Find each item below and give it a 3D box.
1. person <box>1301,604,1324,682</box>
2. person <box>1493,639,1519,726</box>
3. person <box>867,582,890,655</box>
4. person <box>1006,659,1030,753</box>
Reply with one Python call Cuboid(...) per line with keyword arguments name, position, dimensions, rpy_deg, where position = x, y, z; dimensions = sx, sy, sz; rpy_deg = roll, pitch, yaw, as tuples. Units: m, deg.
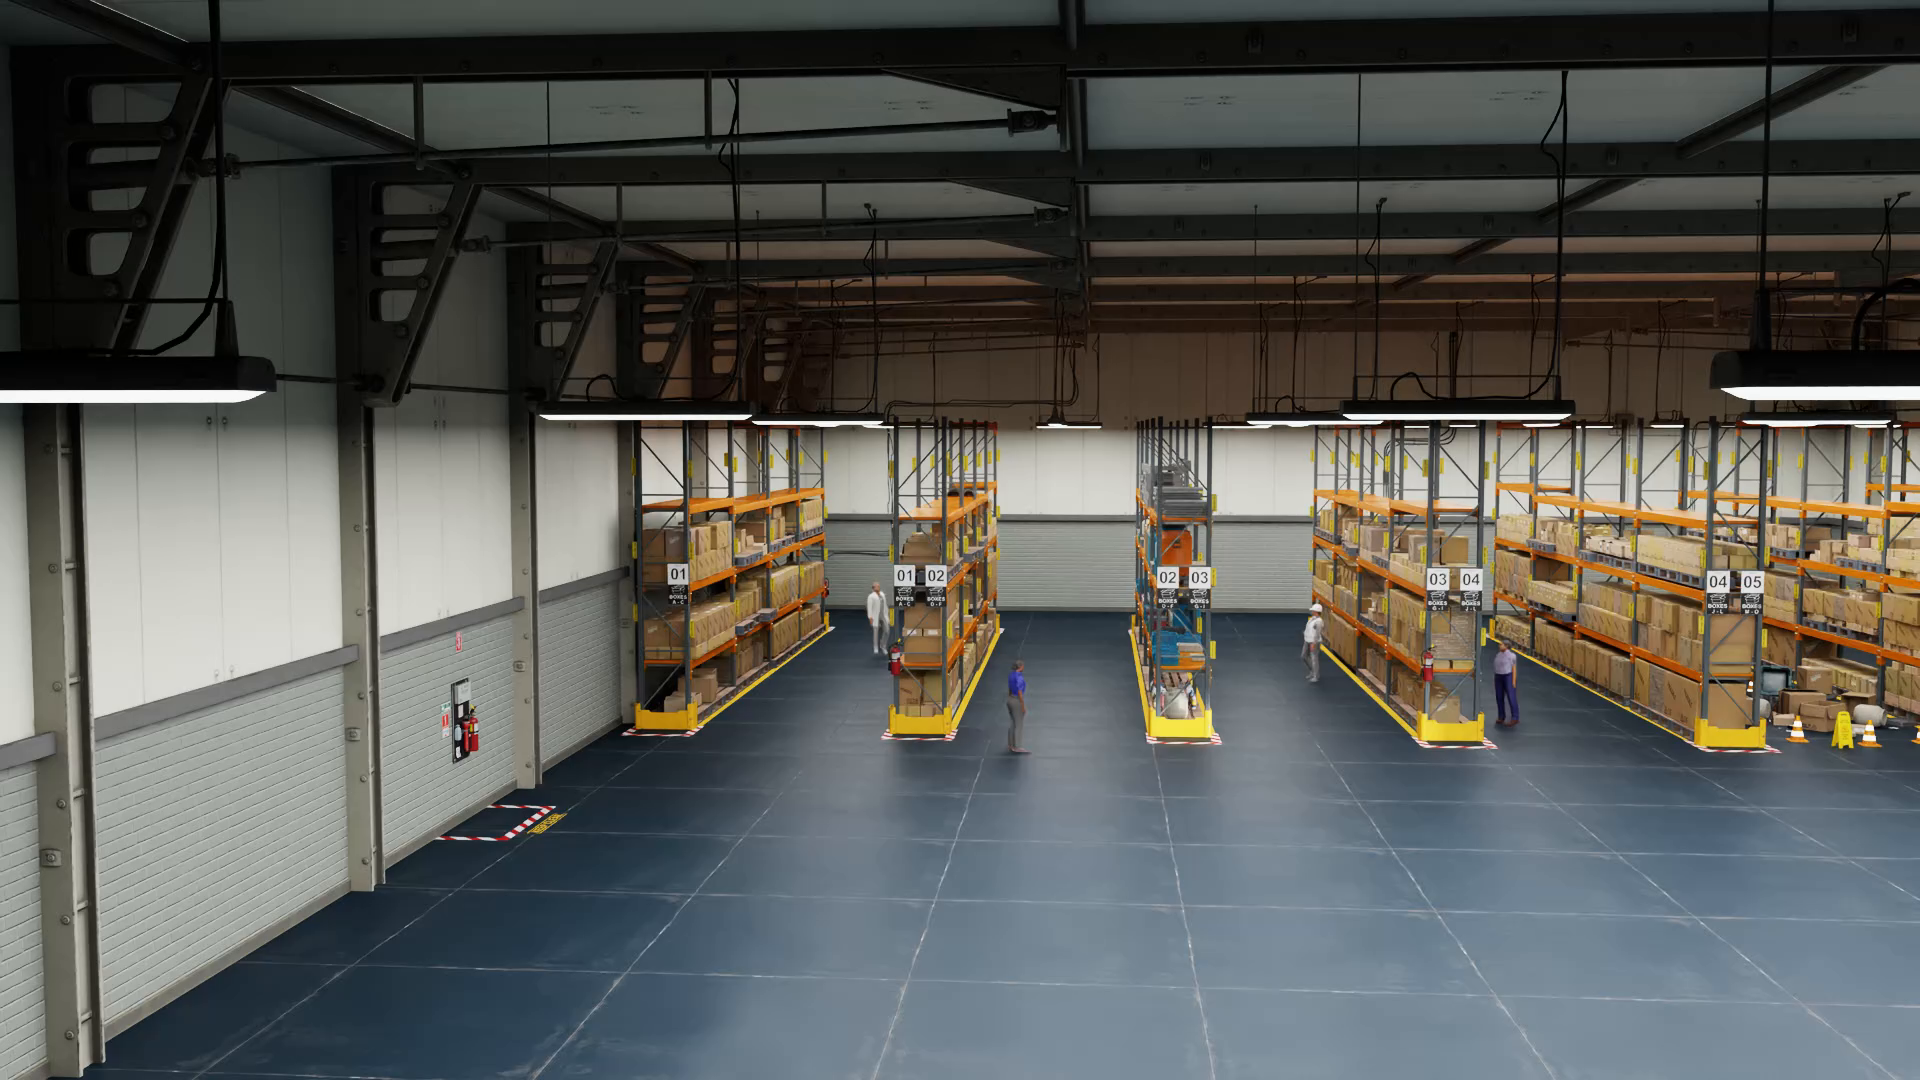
Cuboid(name="person", position=(8.101, 2.350, 38.143), dimensions=(0.430, 1.777, 0.628), rpy_deg=(-1, 4, -16))
Cuboid(name="person", position=(10.674, 2.782, 32.547), dimensions=(0.412, 1.643, 0.576), rpy_deg=(-3, 5, -37))
Cuboid(name="person", position=(-2.045, 1.989, 41.883), dimensions=(0.674, 1.850, 0.448), rpy_deg=(-2, 4, -25))
Cuboid(name="person", position=(1.025, 2.998, 29.755), dimensions=(0.345, 1.744, 0.549), rpy_deg=(-1, 4, -20))
